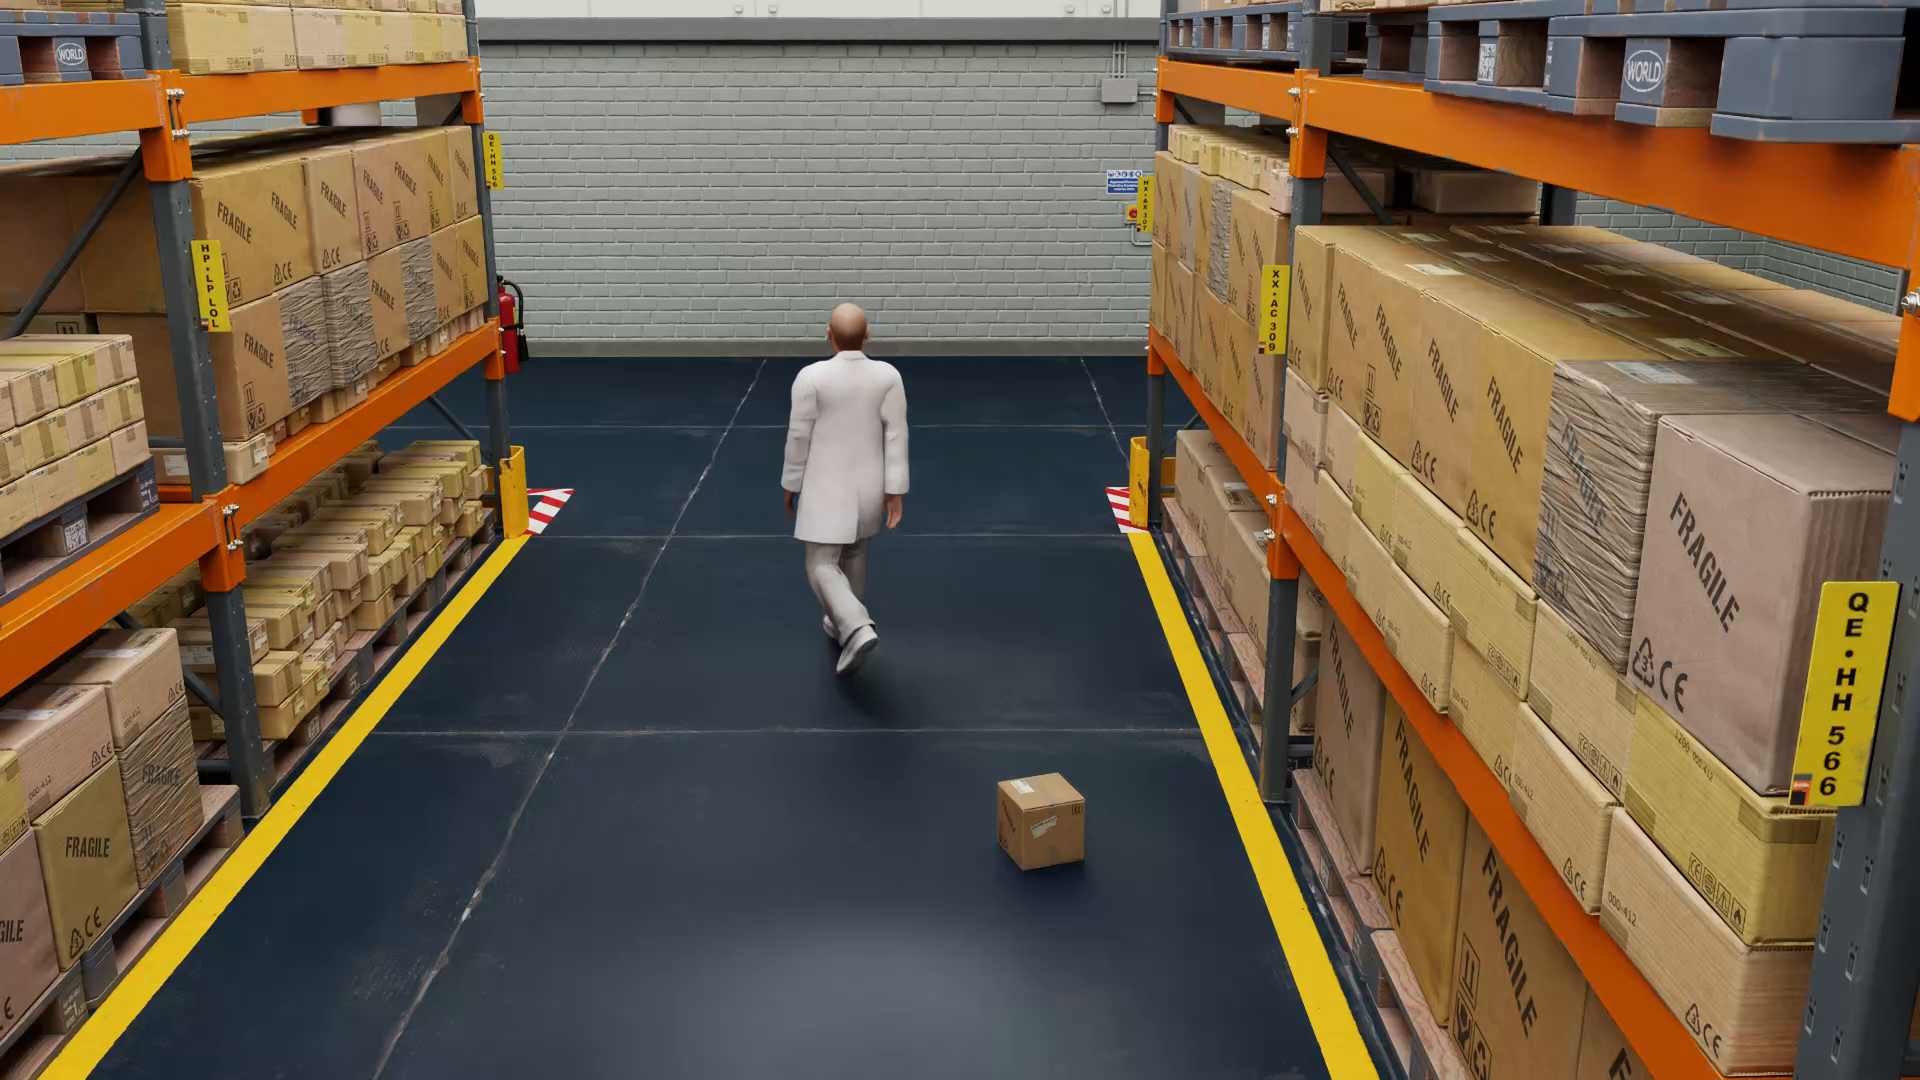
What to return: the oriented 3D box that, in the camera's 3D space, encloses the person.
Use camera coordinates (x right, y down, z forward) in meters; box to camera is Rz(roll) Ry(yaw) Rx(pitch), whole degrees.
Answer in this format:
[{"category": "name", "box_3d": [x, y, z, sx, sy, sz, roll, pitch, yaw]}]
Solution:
[{"category": "person", "box_3d": [-0.532, -0.245, 7.834, 0.569, 1.741, 0.963, -8, 19, -24]}]
